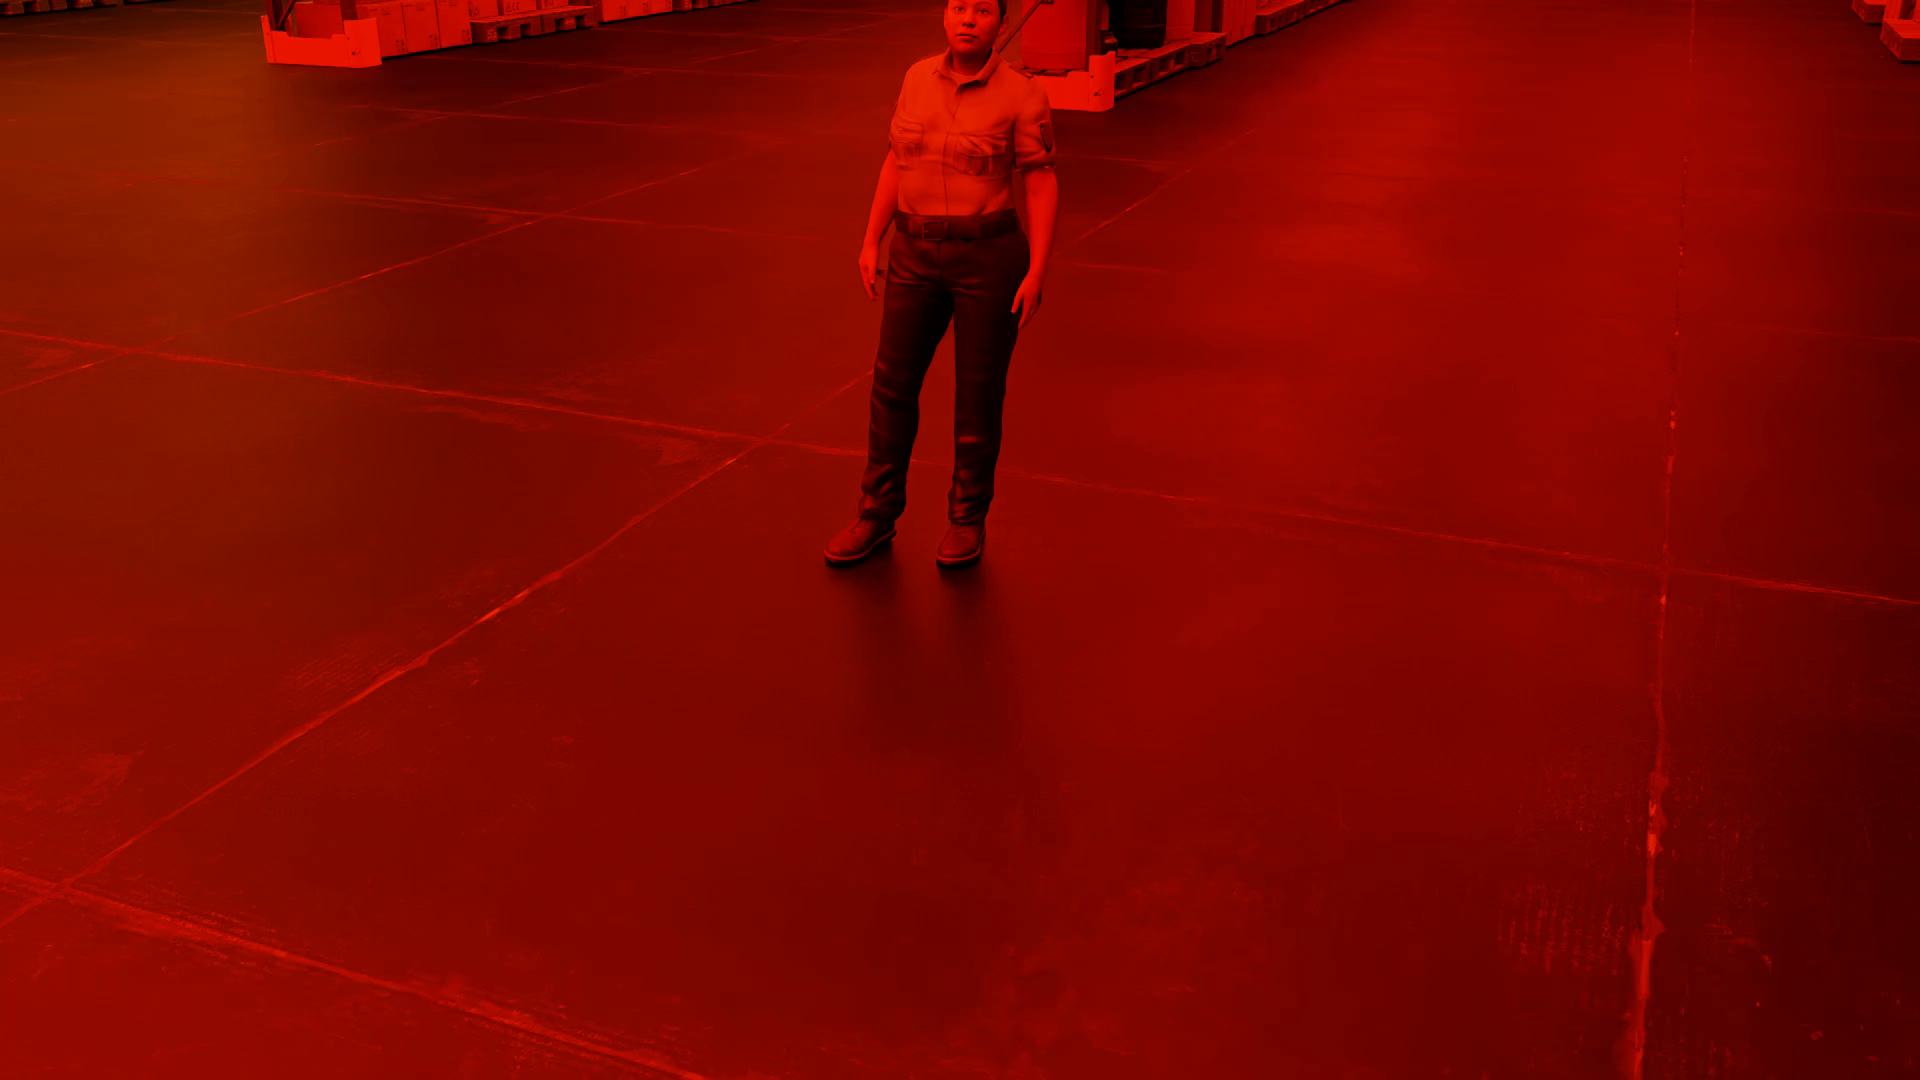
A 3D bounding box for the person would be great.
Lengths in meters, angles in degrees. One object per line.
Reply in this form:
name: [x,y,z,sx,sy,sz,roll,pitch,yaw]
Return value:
person: [-0.055,-0.739,4.704,0.598,1.651,0.503,9,24,21]
